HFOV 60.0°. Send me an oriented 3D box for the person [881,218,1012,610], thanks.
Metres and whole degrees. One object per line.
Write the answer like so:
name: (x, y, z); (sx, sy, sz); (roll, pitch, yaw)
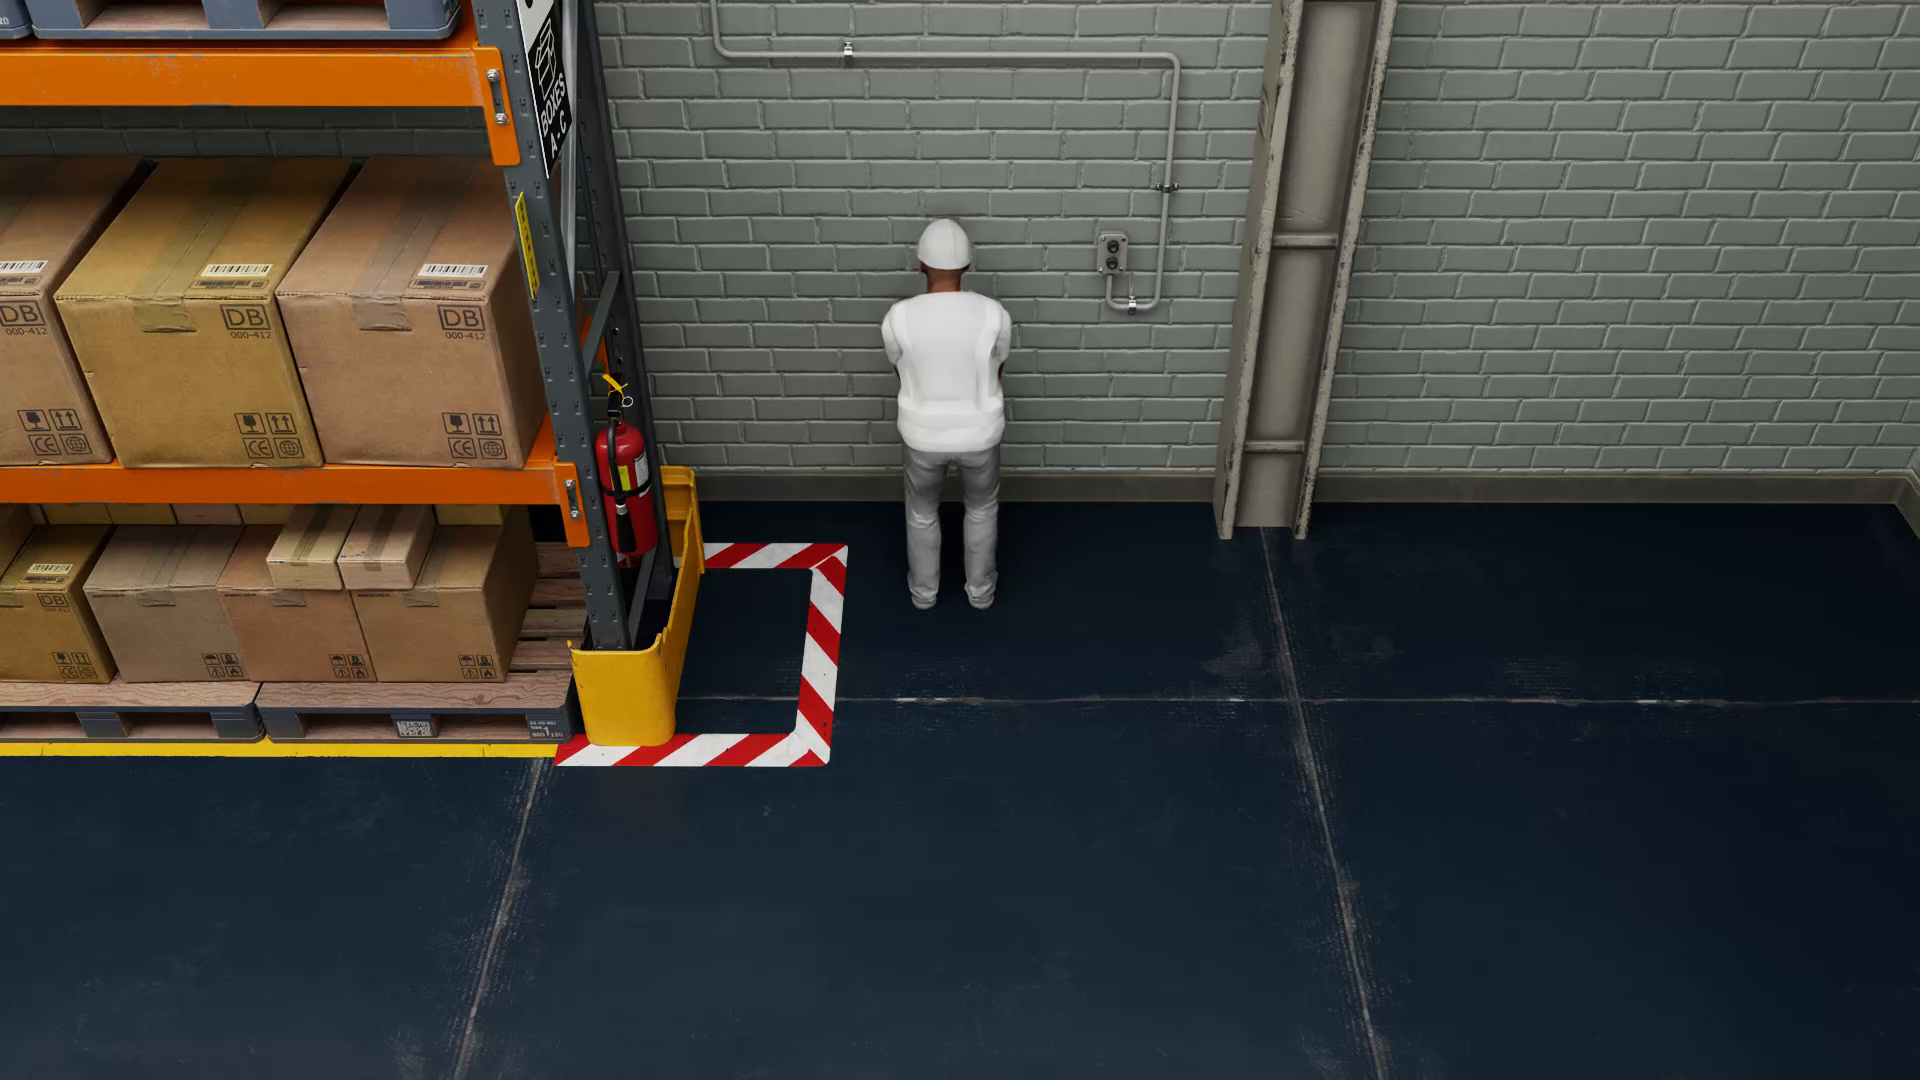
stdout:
person: (-0.052, -0.507, 6.766); (0.505, 1.750, 0.583); (-1, 39, -1)
